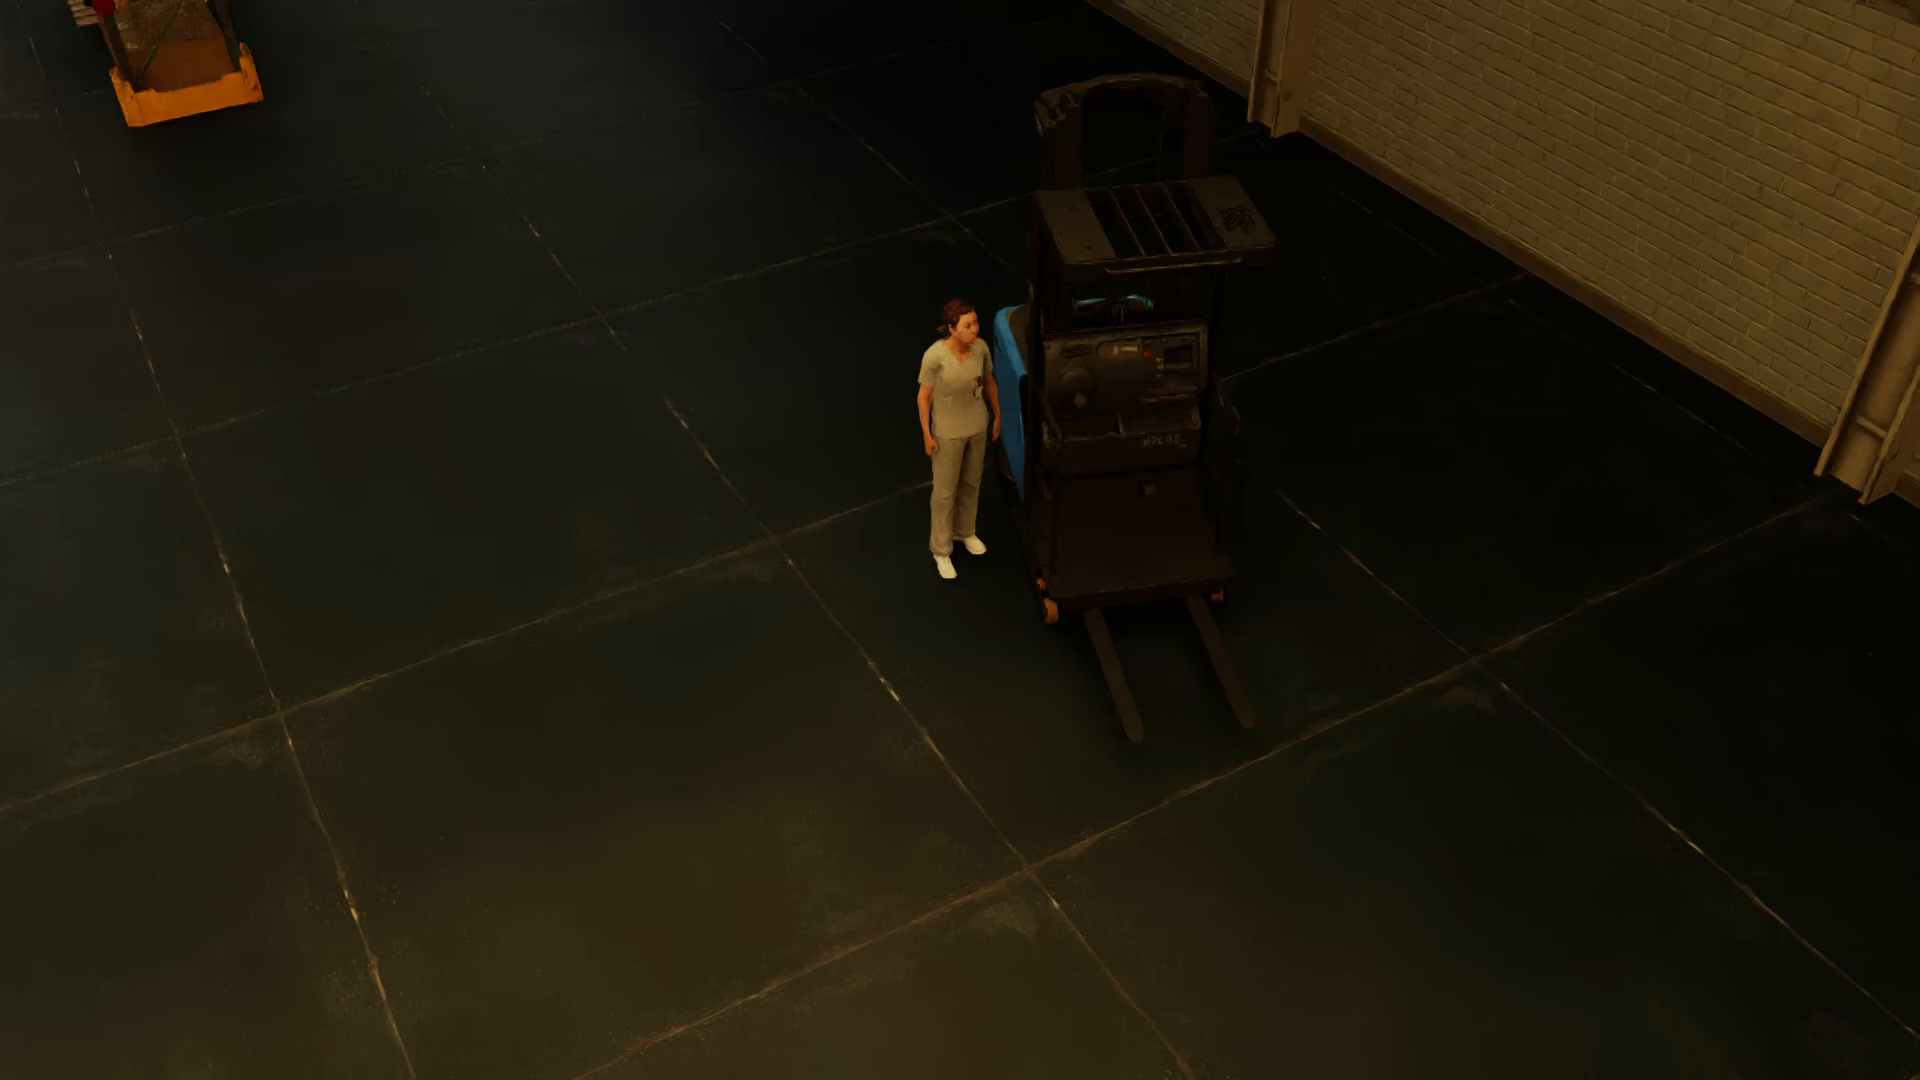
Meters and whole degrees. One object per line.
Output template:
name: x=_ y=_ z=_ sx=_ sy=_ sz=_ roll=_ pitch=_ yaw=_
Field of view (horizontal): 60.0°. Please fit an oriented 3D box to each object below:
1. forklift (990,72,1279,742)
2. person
forklift: x=0.966 y=-0.889 z=9.108 sx=1.130 sy=2.935 sz=3.031 roll=-7 pitch=40 yaw=-8
person: x=0.026 y=-0.614 z=9.730 sx=0.549 sy=1.673 sz=0.545 roll=-20 pitch=44 yaw=-23
